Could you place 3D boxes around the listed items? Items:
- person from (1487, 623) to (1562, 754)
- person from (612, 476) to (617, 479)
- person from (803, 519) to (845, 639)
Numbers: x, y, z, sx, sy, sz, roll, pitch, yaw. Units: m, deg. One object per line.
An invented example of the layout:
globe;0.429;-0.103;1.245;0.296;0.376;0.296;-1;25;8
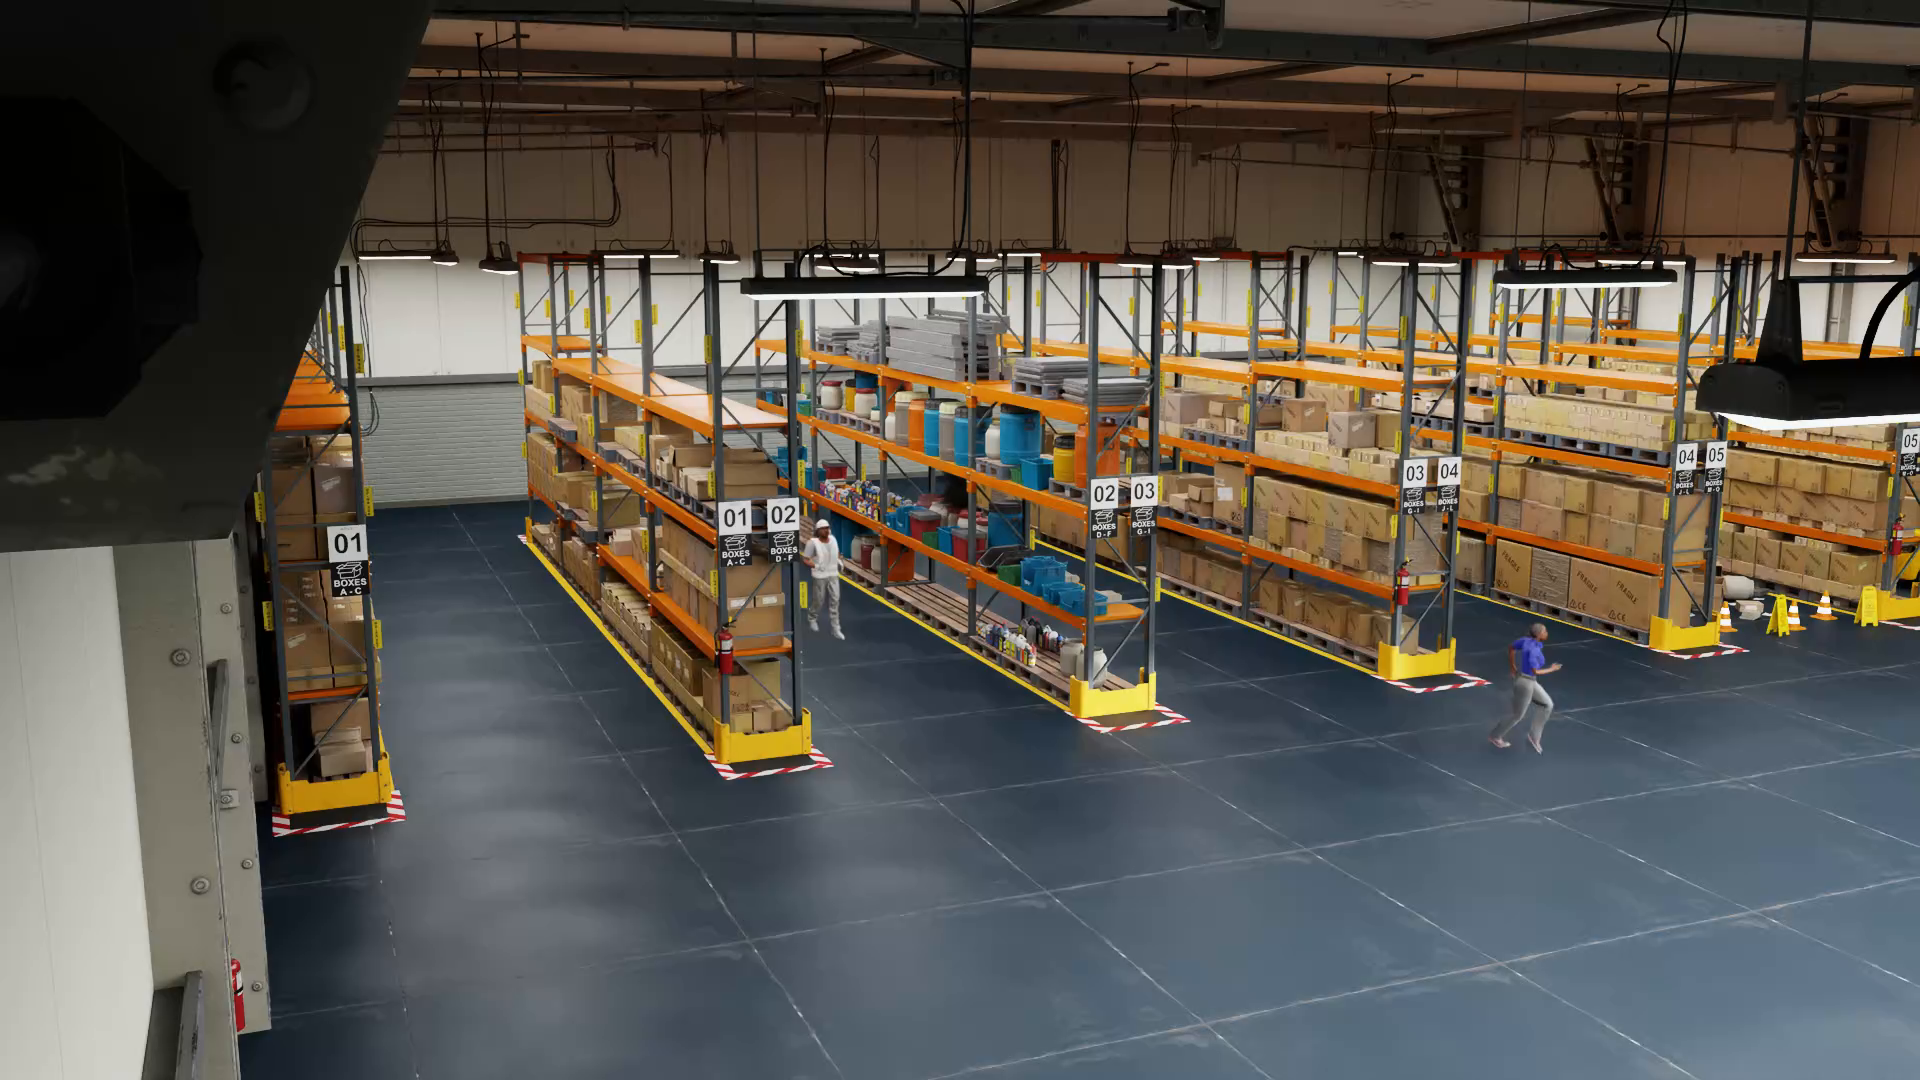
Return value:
person;6.974;1.824;20.541;0.821;1.671;0.600;3;11;15
person;-7.513;-1.061;35.968;0.917;1.818;0.740;8;13;37
person;-2.053;0.573;25.334;0.670;1.785;0.923;-6;12;-31
